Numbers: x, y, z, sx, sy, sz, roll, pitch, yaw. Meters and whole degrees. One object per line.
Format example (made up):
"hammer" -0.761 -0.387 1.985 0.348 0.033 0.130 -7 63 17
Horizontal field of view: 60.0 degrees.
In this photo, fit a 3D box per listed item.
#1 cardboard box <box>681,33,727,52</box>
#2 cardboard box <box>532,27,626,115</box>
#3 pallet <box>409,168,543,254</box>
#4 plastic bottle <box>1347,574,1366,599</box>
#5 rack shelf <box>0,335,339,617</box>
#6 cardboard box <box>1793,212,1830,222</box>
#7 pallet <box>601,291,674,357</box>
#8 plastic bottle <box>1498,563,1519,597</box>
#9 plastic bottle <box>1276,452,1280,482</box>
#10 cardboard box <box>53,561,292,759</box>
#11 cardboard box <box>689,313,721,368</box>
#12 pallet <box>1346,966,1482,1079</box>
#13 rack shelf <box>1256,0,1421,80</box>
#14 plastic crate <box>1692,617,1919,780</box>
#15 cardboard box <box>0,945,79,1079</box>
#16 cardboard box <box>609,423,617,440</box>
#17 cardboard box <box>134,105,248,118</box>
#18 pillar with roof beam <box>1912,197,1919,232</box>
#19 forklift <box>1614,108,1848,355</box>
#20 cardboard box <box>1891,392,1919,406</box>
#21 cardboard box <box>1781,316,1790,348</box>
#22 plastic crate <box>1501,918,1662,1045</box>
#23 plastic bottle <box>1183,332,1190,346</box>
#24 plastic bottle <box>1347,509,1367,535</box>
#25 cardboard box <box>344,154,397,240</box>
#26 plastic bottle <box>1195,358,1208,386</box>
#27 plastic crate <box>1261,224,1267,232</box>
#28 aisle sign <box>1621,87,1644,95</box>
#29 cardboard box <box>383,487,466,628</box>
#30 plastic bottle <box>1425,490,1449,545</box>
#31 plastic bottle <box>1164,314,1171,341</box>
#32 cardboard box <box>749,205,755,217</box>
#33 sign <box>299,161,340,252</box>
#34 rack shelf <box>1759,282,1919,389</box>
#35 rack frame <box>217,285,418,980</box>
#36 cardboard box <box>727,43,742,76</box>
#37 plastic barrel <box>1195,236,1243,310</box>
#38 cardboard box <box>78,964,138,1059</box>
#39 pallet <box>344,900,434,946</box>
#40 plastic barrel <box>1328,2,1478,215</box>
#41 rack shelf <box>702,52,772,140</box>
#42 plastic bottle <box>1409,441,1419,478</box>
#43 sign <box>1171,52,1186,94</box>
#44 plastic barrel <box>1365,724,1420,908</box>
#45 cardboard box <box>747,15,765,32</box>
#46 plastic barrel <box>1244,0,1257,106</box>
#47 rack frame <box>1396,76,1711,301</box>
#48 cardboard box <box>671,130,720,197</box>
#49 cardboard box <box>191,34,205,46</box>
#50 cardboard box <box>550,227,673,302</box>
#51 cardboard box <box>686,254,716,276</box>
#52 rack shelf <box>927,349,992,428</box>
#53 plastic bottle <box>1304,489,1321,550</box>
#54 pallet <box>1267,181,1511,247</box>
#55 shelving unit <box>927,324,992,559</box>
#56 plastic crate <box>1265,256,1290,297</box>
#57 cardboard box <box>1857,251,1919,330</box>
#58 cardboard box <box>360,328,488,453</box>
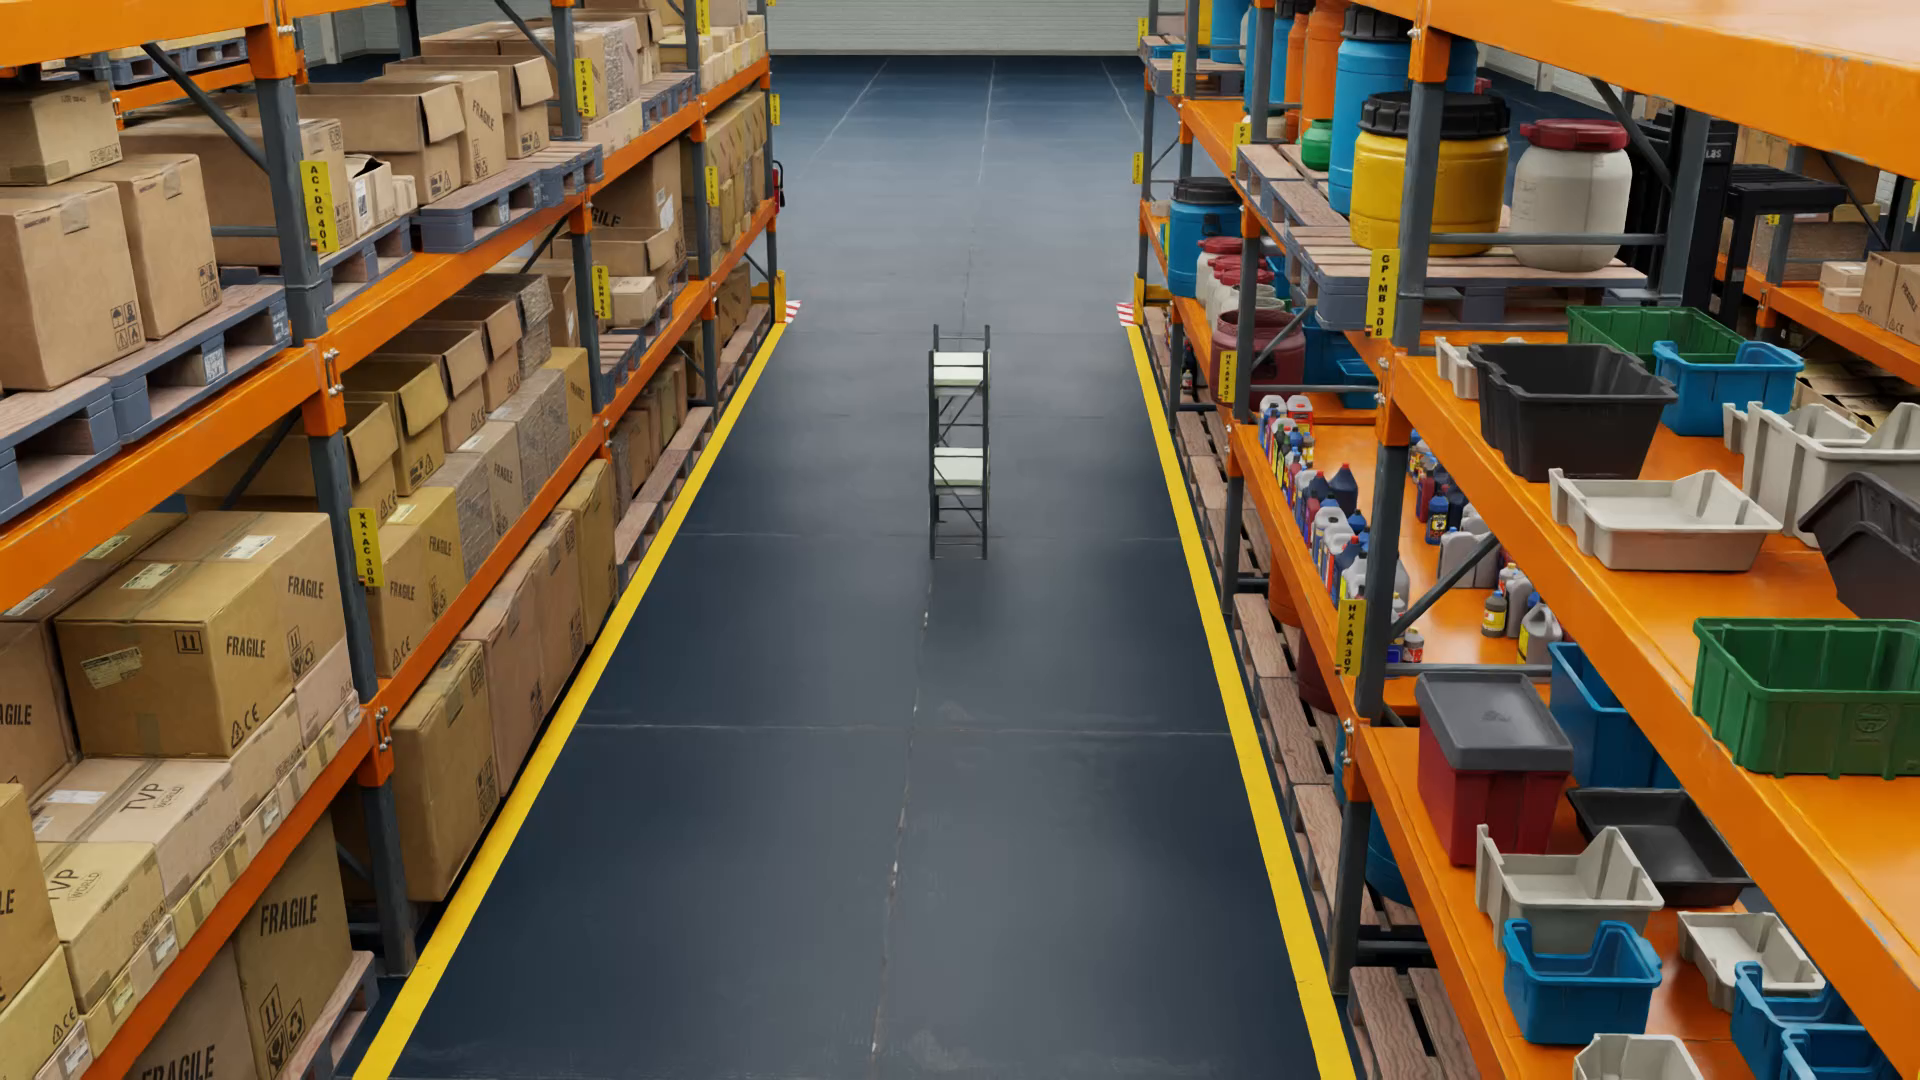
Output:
"cardboard box" -2.283 -4.436 14.824 0.380 0.149 0.250 0 21 1
"cardboard box" -2.461 -3.010 10.664 0.500 0.500 0.500 1 21 2
"pallet" -2.749 -1.654 8.260 1.003 0.211 1.213 2 21 4
"plastic bottle" 1.778 0.299 7.284 0.152 0.276 0.135 1 21 2
"rack shelf" -2.934 0.125 4.409 1.077 0.370 4.000 1 21 2
"cardboard box" 7.066 -2.767 13.979 0.380 0.149 0.250 1 21 2
"pallet" -2.732 -1.608 12.293 1.003 0.211 1.213 1 21 2
"plastic bottle" 2.520 0.204 7.631 0.097 0.201 0.097 0 21 0
"plastic bottle" 1.814 -0.425 9.251 0.097 0.201 0.097 0 21 0
"cardboard box" -2.639 0.396 5.620 0.500 0.500 0.500 1 21 2
"cardboard box" -2.568 -1.810 15.421 0.500 0.500 0.500 8 22 19
"pallet" 2.094 2.085 6.363 1.003 0.211 1.213 1 21 2
"rack shelf" 2.138 -2.479 7.525 1.077 0.370 4.000 1 21 2
"plastic crate" 1.700 0.306 3.240 0.450 0.188 0.336 1 21 2
"cardboard box" -2.682 1.302 4.323 0.500 0.250 0.500 0 21 0
"cardboard box" -2.755 -0.806 11.769 0.500 0.250 0.500 3 21 8
"cardboard box" -7.590 -4.004 16.502 0.875 0.550 0.550 1 21 2
"pillar with roof beam" 9.068 -8.462 21.397 9.100 9.000 0.400 1 21 2
"forklift" 5.543 -1.612 12.130 3.031 2.935 1.130 -3 21 -6
"cardboard box" 7.519 -0.975 12.840 0.500 0.311 0.500 1 21 1
"cardboard box" 7.606 -1.926 15.031 0.500 0.500 0.500 1 21 2
"plastic crate" 1.762 1.270 4.758 0.416 0.233 0.300 1 21 2
"plastic bottle" 2.068 -1.766 15.487 0.144 0.351 0.185 1 21 1
"plastic bottle" 1.929 -0.019 8.110 0.097 0.271 0.097 0 21 0
"cardboard box" -2.750 -1.484 7.102 0.500 0.311 0.500 0 21 0
"plastic bottle" 2.196 -1.578 15.003 0.144 0.351 0.185 1 21 2
"plastic crate" 2.644 -2.762 15.295 0.450 0.188 0.662 1 21 2
"aisle sign" 7.089 -5.003 17.182 0.394 0.787 0.004 1 21 2
"cardboard box" -2.595 0.073 7.557 0.500 0.500 0.500 1 21 2
"plastic bottle" 2.400 -0.116 8.360 0.097 0.271 0.097 0 21 0
"plastic bottle" 2.076 -2.101 16.460 0.097 0.271 0.097 0 21 0
"cardboard box" -2.298 -3.380 16.941 0.380 0.149 0.250 1 21 2
"sign" -2.318 -1.206 6.020 0.100 0.325 0.005 1 21 2
"rack shelf" 7.211 -1.259 12.122 1.077 0.370 4.000 1 21 2
"rack frame" -2.873 0.465 6.685 1.000 3.000 0.127 1 21 2
"cardboard box" -2.315 -4.478 15.484 0.500 0.250 0.500 0 21 1
"plastic barrel" 2.073 -2.093 13.089 0.433 0.535 0.433 0 21 0
"cardboard box" -2.609 1.347 4.758 0.380 0.149 0.250 0 21 0
"pallet" -2.925 1.485 7.911 1.003 0.211 1.213 1 21 2
"plastic barrel" 1.977 -1.928 7.430 0.600 0.901 0.708 1 21 2
"rack shelf" -2.569 -4.214 15.591 1.077 0.370 4.000 1 21 2
"plastic bottle" 2.576 -0.453 9.325 0.097 0.201 0.097 0 21 0
"sign" 1.771 -3.786 13.481 0.100 0.325 0.005 1 21 2
"plastic barrel" 2.111 1.105 7.355 0.600 0.901 0.708 1 21 2
"cardboard box" -2.205 -5.285 17.012 0.380 0.149 0.250 1 21 2
"plastic barrel" 2.522 -3.819 12.886 0.600 0.901 0.708 1 21 2
"rack frame" 2.078 -2.278 5.459 1.000 3.000 0.127 1 21 2
"cardboard box" -2.362 -3.239 14.299 0.500 0.500 0.500 1 21 2
"cardboard box" -7.197 -4.631 15.300 0.380 0.149 0.250 1 21 2
"cardboard box" -2.590 -2.044 12.427 0.797 0.503 0.637 3 21 7
"cardboard box" -2.323 -2.385 14.377 0.380 0.149 0.250 1 21 2
"rack shelf" 0.000 -1.065 11.623 0.431 0.370 0.720 1 21 2
"plastic bottle" 1.765 -0.104 8.311 0.061 0.283 0.133 1 21 2
"pallet" 2.035 -1.486 7.826 1.003 0.211 1.213 1 21 2
"shelving unit" 0.000 -0.702 11.764 0.431 1.500 0.755 1 21 2
"plastic crate" 2.598 -1.964 12.965 0.392 0.384 0.575 1 21 2
"cardboard box" 7.216 -1.896 12.631 0.500 0.500 0.500 2 21 6
"cardboard box" -2.826 -0.754 8.300 0.797 0.503 0.637 1 21 3
